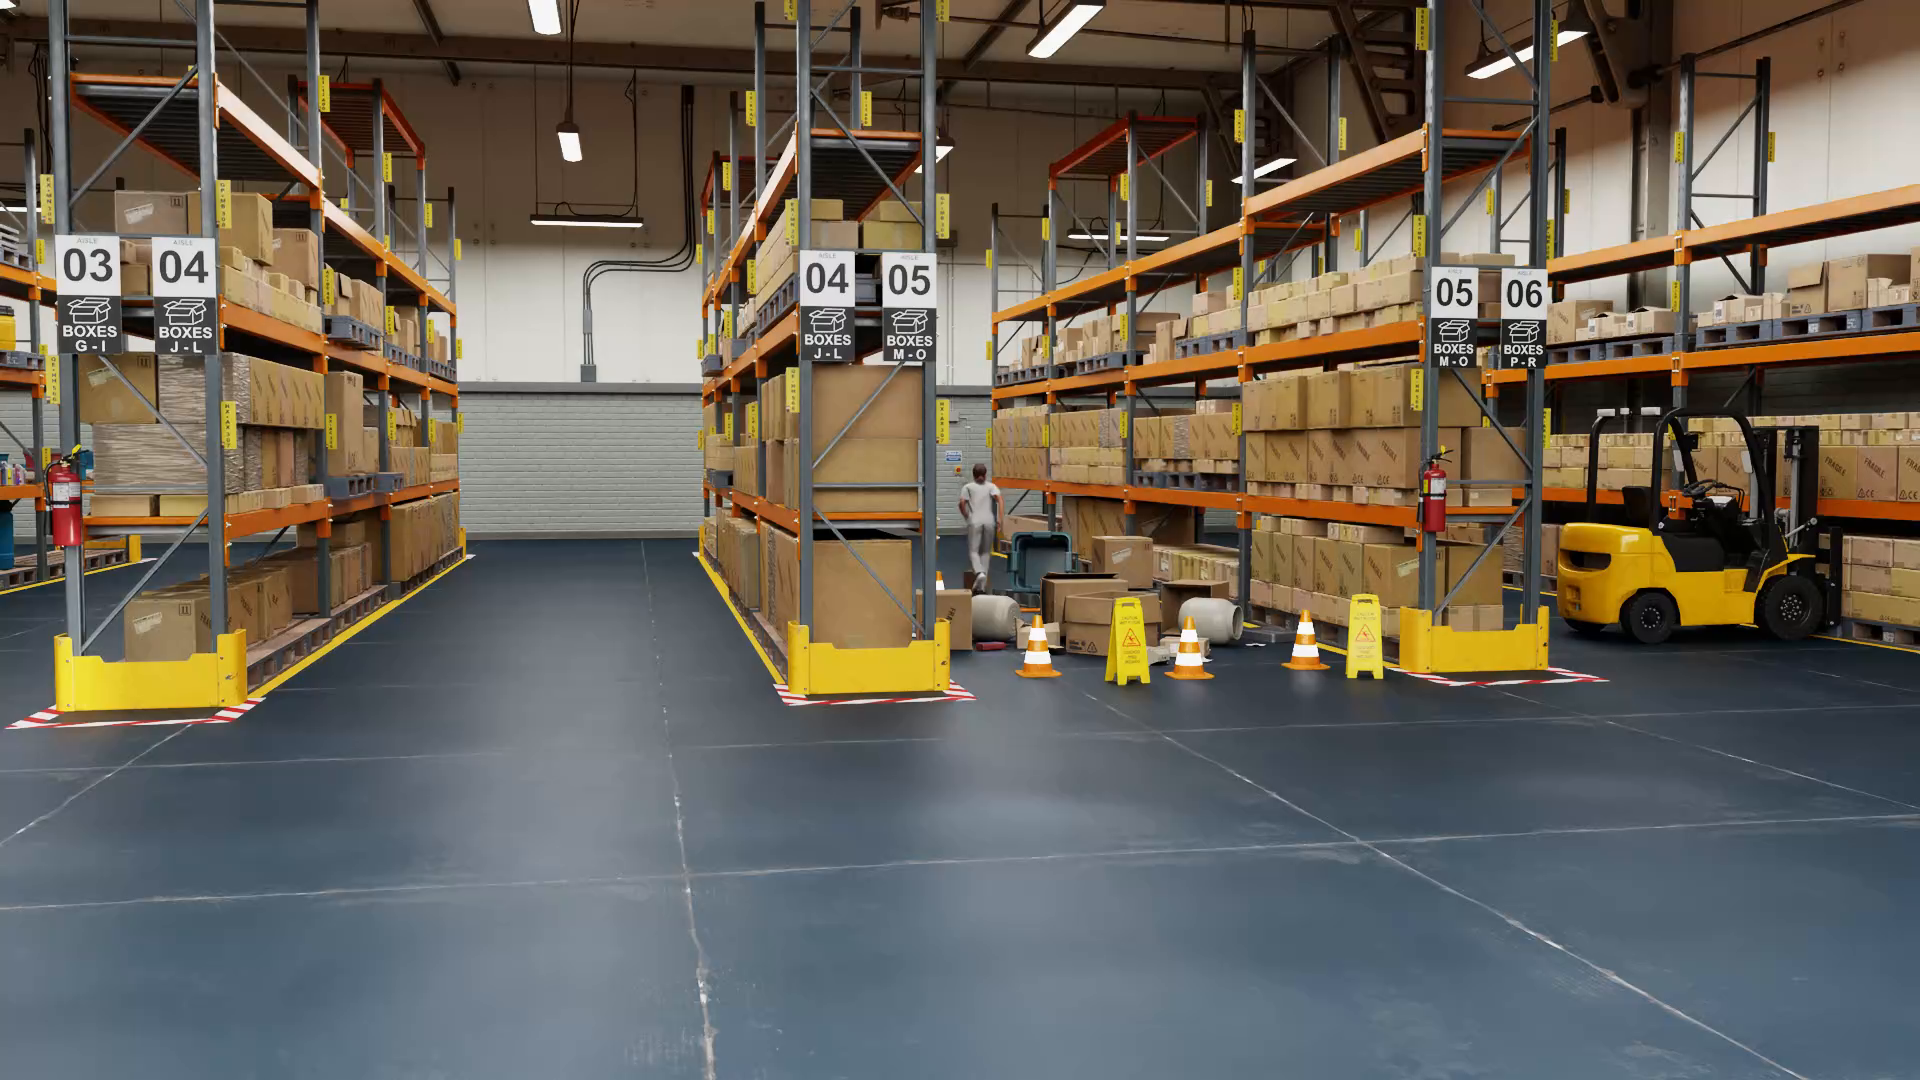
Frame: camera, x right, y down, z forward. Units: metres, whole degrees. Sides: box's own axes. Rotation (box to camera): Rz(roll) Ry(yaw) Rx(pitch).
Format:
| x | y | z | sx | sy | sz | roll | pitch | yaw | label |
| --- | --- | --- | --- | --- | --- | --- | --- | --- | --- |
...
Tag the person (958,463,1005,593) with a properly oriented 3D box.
| x | y | z | sx | sy | sz | roll | pitch | yaw | label |
| --- | --- | --- | --- | --- | --- | --- | --- | --- | --- |
| 0.280 | -0.139 | 20.425 | 0.554 | 1.604 | 0.786 | -1 | 3 | -12 | person |
